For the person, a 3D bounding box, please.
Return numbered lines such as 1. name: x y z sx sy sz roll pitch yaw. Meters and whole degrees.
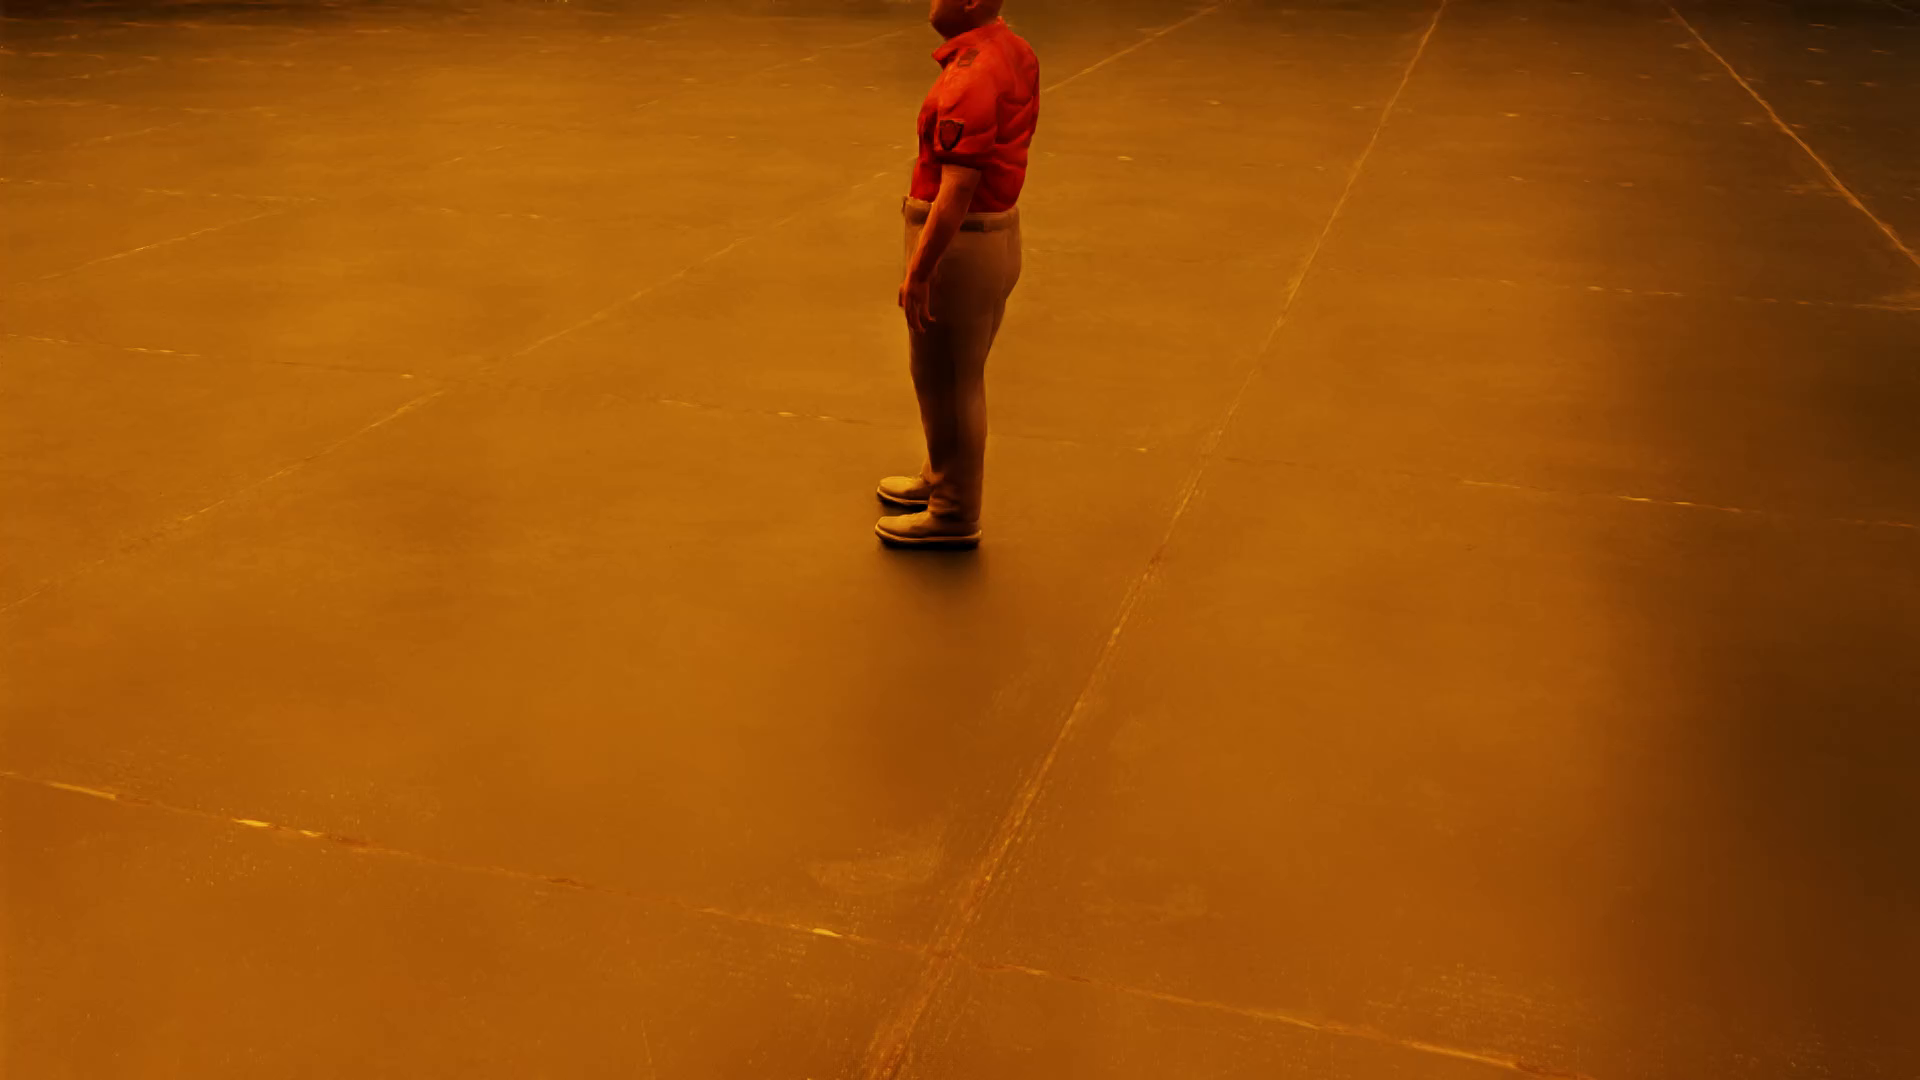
1. person: -0.082 -0.820 4.823 0.550 1.726 0.640 7 23 16
